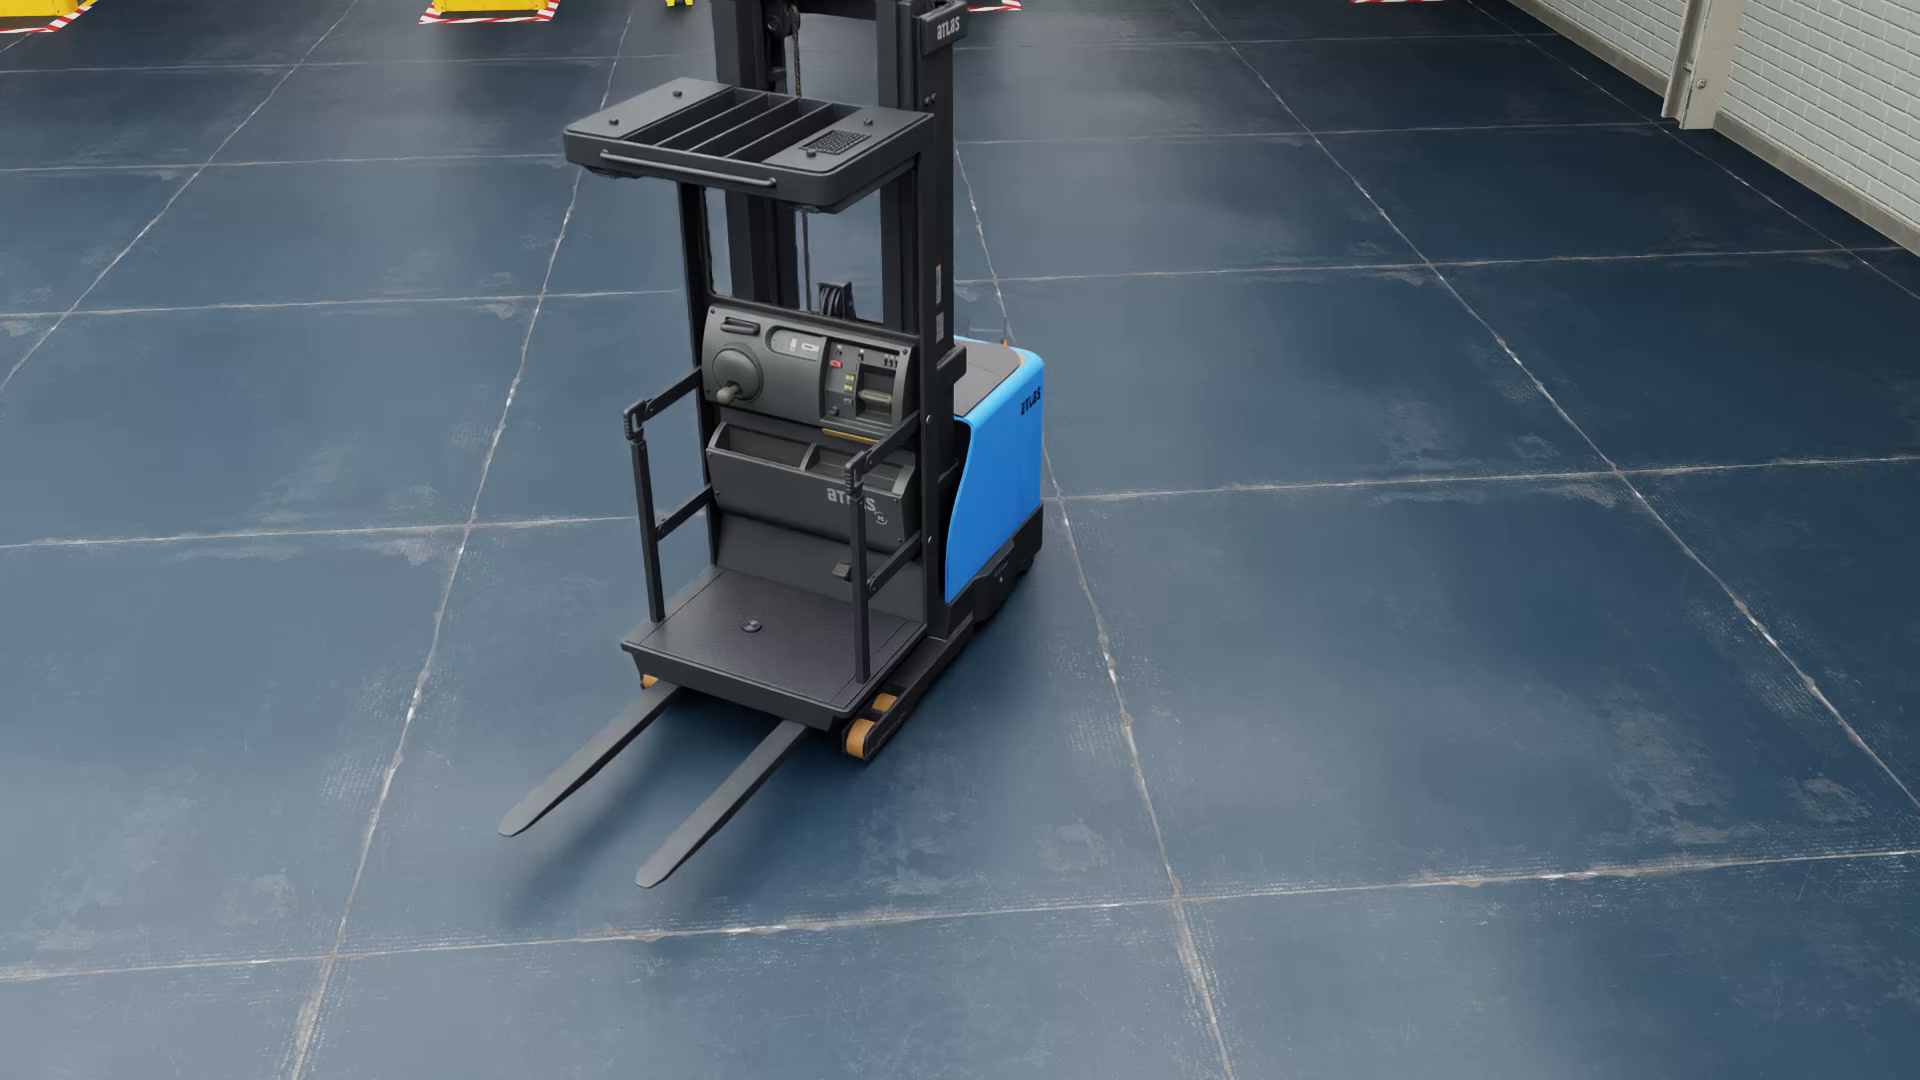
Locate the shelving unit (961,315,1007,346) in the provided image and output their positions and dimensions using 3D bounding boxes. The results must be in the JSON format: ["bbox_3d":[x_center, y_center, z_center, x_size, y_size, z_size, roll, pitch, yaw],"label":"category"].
[{"bbox_3d":[0.115,-0.568,8.176,0.215,1.050,0.252,3,31,5],"label":"shelving unit"}]

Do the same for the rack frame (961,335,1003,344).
[{"bbox_3d":[0.104,-0.505,8.072,0.200,1.050,0.008,3,31,5],"label":"rack frame"}]

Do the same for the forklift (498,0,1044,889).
[{"bbox_3d":[-0.710,-0.626,6.439,1.130,2.935,3.031,14,34,22],"label":"forklift"}]

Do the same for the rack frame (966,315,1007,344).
[{"bbox_3d":[0.127,-0.630,8.281,0.200,1.050,0.008,3,31,5],"label":"rack frame"}]

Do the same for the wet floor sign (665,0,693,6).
[{"bbox_3d":[-3.037,-6.079,17.798,0.267,0.644,0.232,-8,32,-13],"label":"wet floor sign"}]

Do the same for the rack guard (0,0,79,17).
[{"bbox_3d":[-9.966,-5.789,17.455,1.175,0.500,0.348,-3,31,-5],"label":"rack guard"}]

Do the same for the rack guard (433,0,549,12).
[{"bbox_3d":[-5.009,-5.924,17.681,1.175,0.500,0.348,-3,31,-5],"label":"rack guard"}]

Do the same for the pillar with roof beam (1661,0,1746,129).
[{"bbox_3d":[1.956,-7.243,11.600,9.100,9.000,0.400,-3,31,-5],"label":"pillar with roof beam"}]

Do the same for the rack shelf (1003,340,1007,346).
[{"bbox_3d":[0.115,-0.802,8.036,0.215,0.259,0.240,3,31,5],"label":"rack shelf"}]

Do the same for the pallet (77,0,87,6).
[{"bbox_3d":[-10.007,-6.082,18.226,1.003,0.211,1.213,-3,31,-5],"label":"pallet"}]
